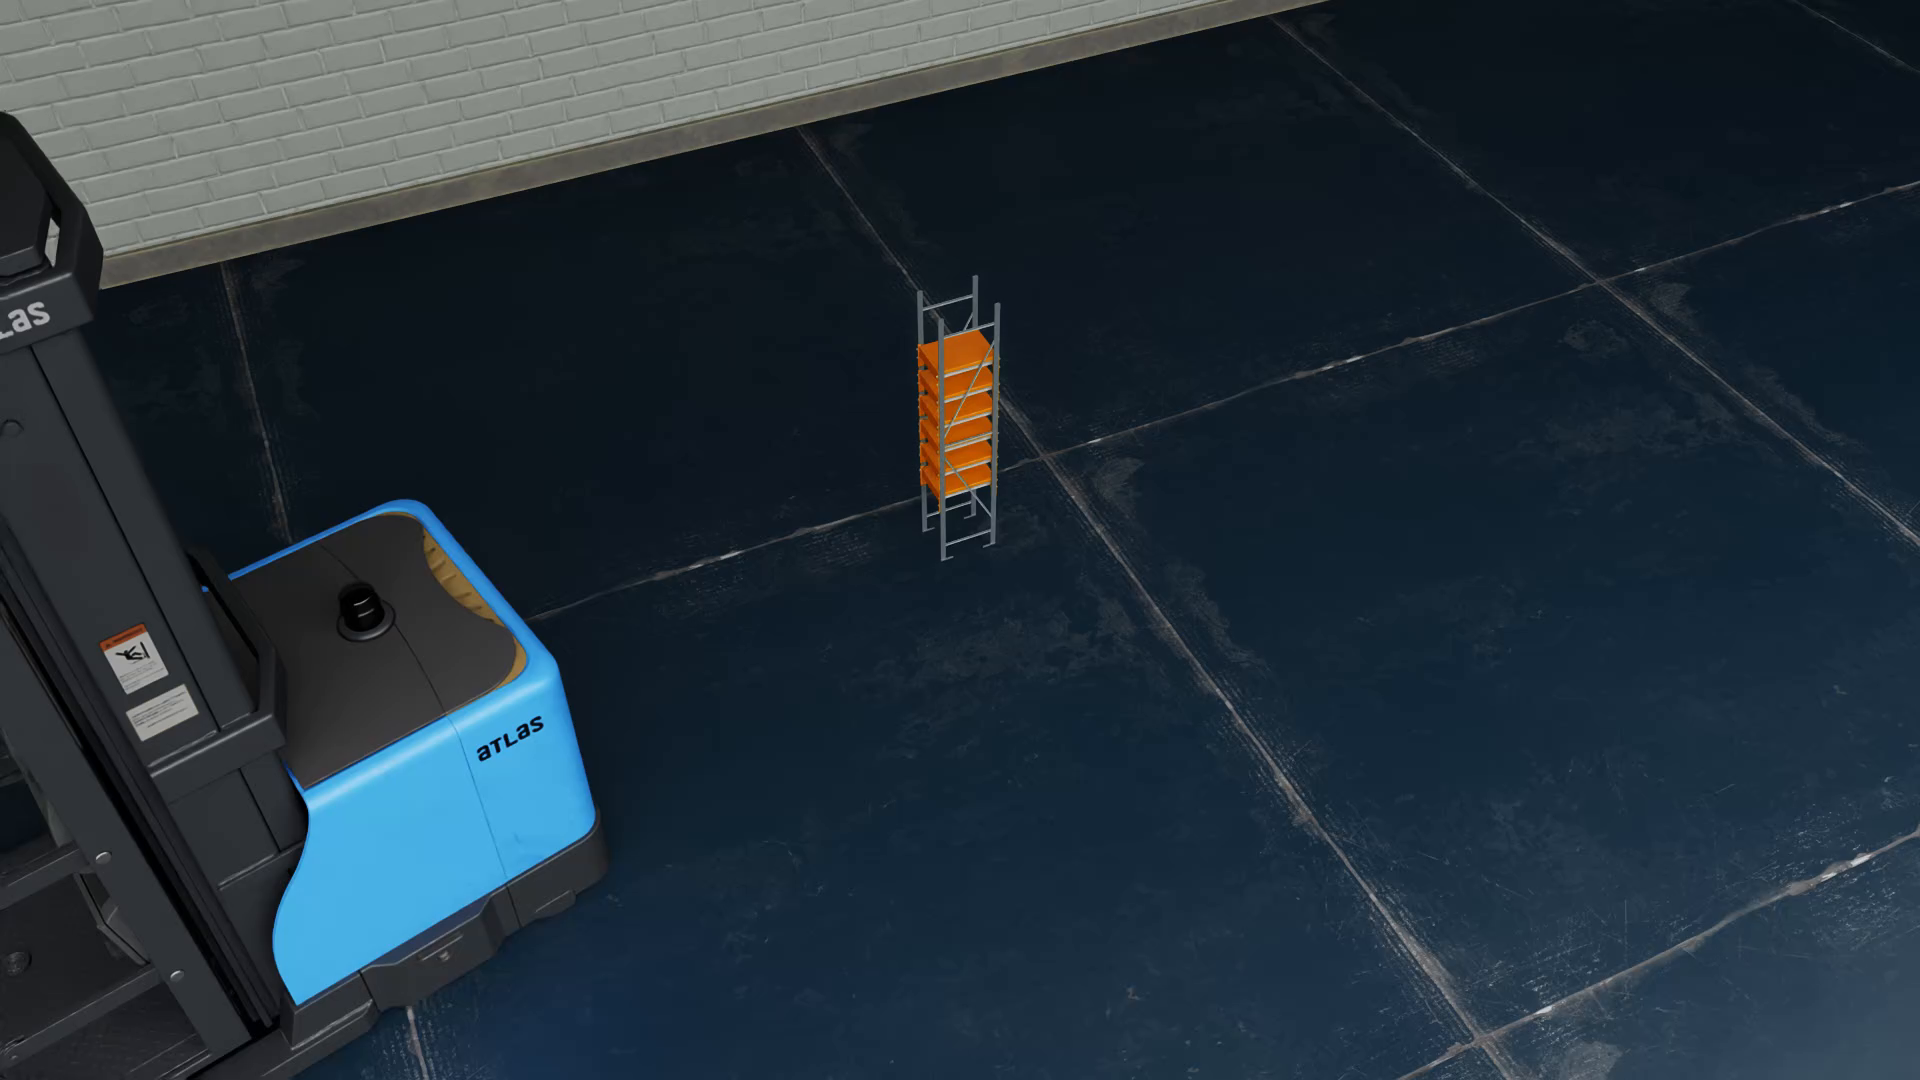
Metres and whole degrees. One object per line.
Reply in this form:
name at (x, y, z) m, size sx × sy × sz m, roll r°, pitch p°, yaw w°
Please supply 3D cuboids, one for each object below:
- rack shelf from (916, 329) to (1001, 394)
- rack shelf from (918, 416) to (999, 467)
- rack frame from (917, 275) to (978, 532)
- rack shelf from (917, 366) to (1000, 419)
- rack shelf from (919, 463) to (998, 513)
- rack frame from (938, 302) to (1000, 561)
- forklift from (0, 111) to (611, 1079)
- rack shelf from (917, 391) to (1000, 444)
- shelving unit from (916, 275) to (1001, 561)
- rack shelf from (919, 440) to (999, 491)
rack shelf at (-0.006, -0.661, 6.116) m, size 0.258 × 0.103 × 0.180 m, roll -18°, pitch 47°, yaw -17°
rack shelf at (-0.006, -0.405, 6.369) m, size 0.258 × 0.103 × 0.180 m, roll -18°, pitch 47°, yaw -17°
rack frame at (-0.045, -0.495, 6.397) m, size 0.240 × 1.200 × 0.006 m, roll -18°, pitch 47°, yaw -17°
rack shelf at (-0.006, -0.576, 6.201) m, size 0.258 × 0.103 × 0.180 m, roll -18°, pitch 47°, yaw -17°
rack shelf at (-0.006, -0.234, 6.538) m, size 0.258 × 0.103 × 0.180 m, roll -18°, pitch 47°, yaw -17°
rack frame at (0.032, -0.378, 6.279) m, size 0.240 × 1.200 × 0.006 m, roll -18°, pitch 47°, yaw -17°
forklift at (-2.633, 0.474, 4.183) m, size 3.031 × 2.935 × 1.130 m, roll -29°, pitch 52°, yaw -26°
rack shelf at (-0.006, -0.490, 6.285) m, size 0.258 × 0.103 × 0.180 m, roll -18°, pitch 47°, yaw -17°
shelving unit at (-0.006, -0.436, 6.338) m, size 0.258 × 1.200 × 0.189 m, roll -18°, pitch 47°, yaw -17°
rack shelf at (-0.006, -0.319, 6.453) m, size 0.258 × 0.103 × 0.180 m, roll -18°, pitch 47°, yaw -17°
